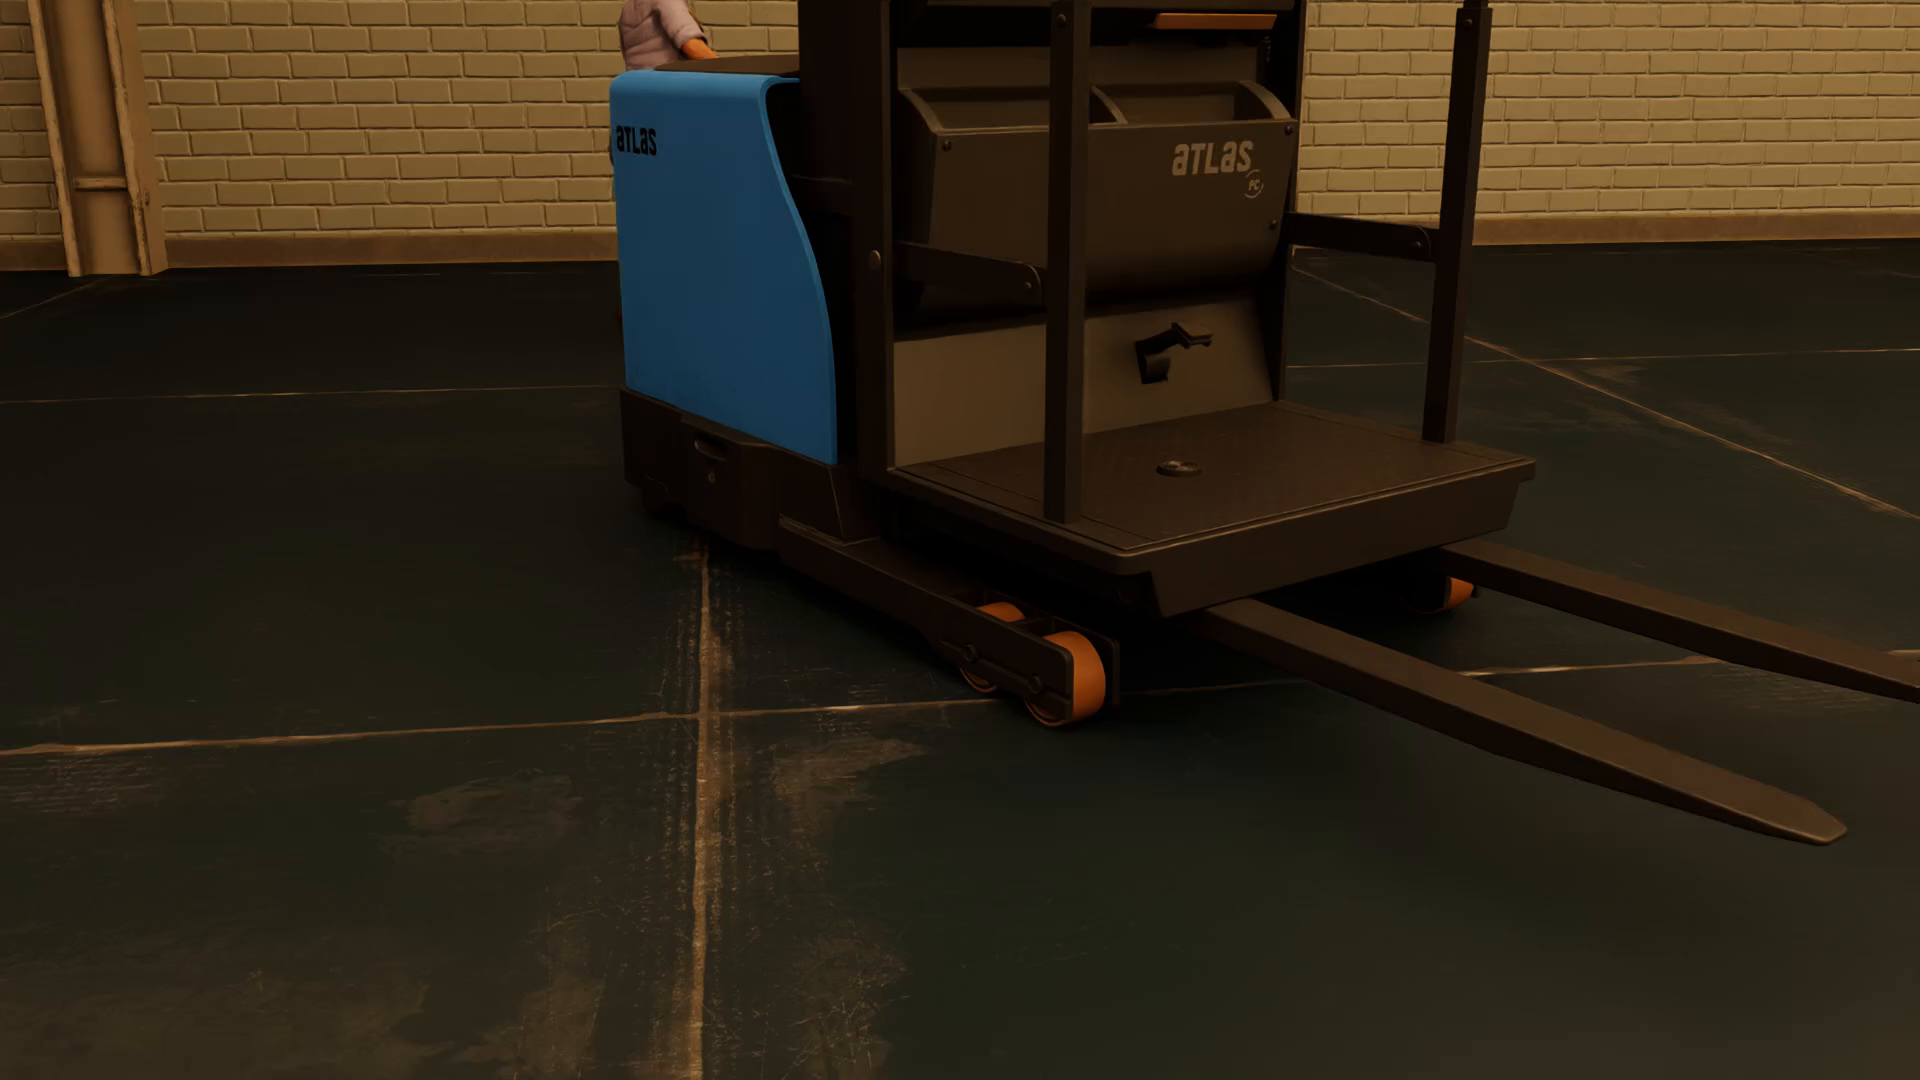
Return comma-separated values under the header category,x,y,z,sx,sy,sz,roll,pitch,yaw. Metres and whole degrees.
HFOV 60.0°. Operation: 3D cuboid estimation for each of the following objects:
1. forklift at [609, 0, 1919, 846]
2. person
category,x,y,z,sx,sy,sz,roll,pitch,yaw
forklift,0.417,-1.237,2.992,1.130,2.935,3.031,-12,20,-34
person,-1.024,-1.559,6.456,0.760,1.551,0.701,15,22,40
